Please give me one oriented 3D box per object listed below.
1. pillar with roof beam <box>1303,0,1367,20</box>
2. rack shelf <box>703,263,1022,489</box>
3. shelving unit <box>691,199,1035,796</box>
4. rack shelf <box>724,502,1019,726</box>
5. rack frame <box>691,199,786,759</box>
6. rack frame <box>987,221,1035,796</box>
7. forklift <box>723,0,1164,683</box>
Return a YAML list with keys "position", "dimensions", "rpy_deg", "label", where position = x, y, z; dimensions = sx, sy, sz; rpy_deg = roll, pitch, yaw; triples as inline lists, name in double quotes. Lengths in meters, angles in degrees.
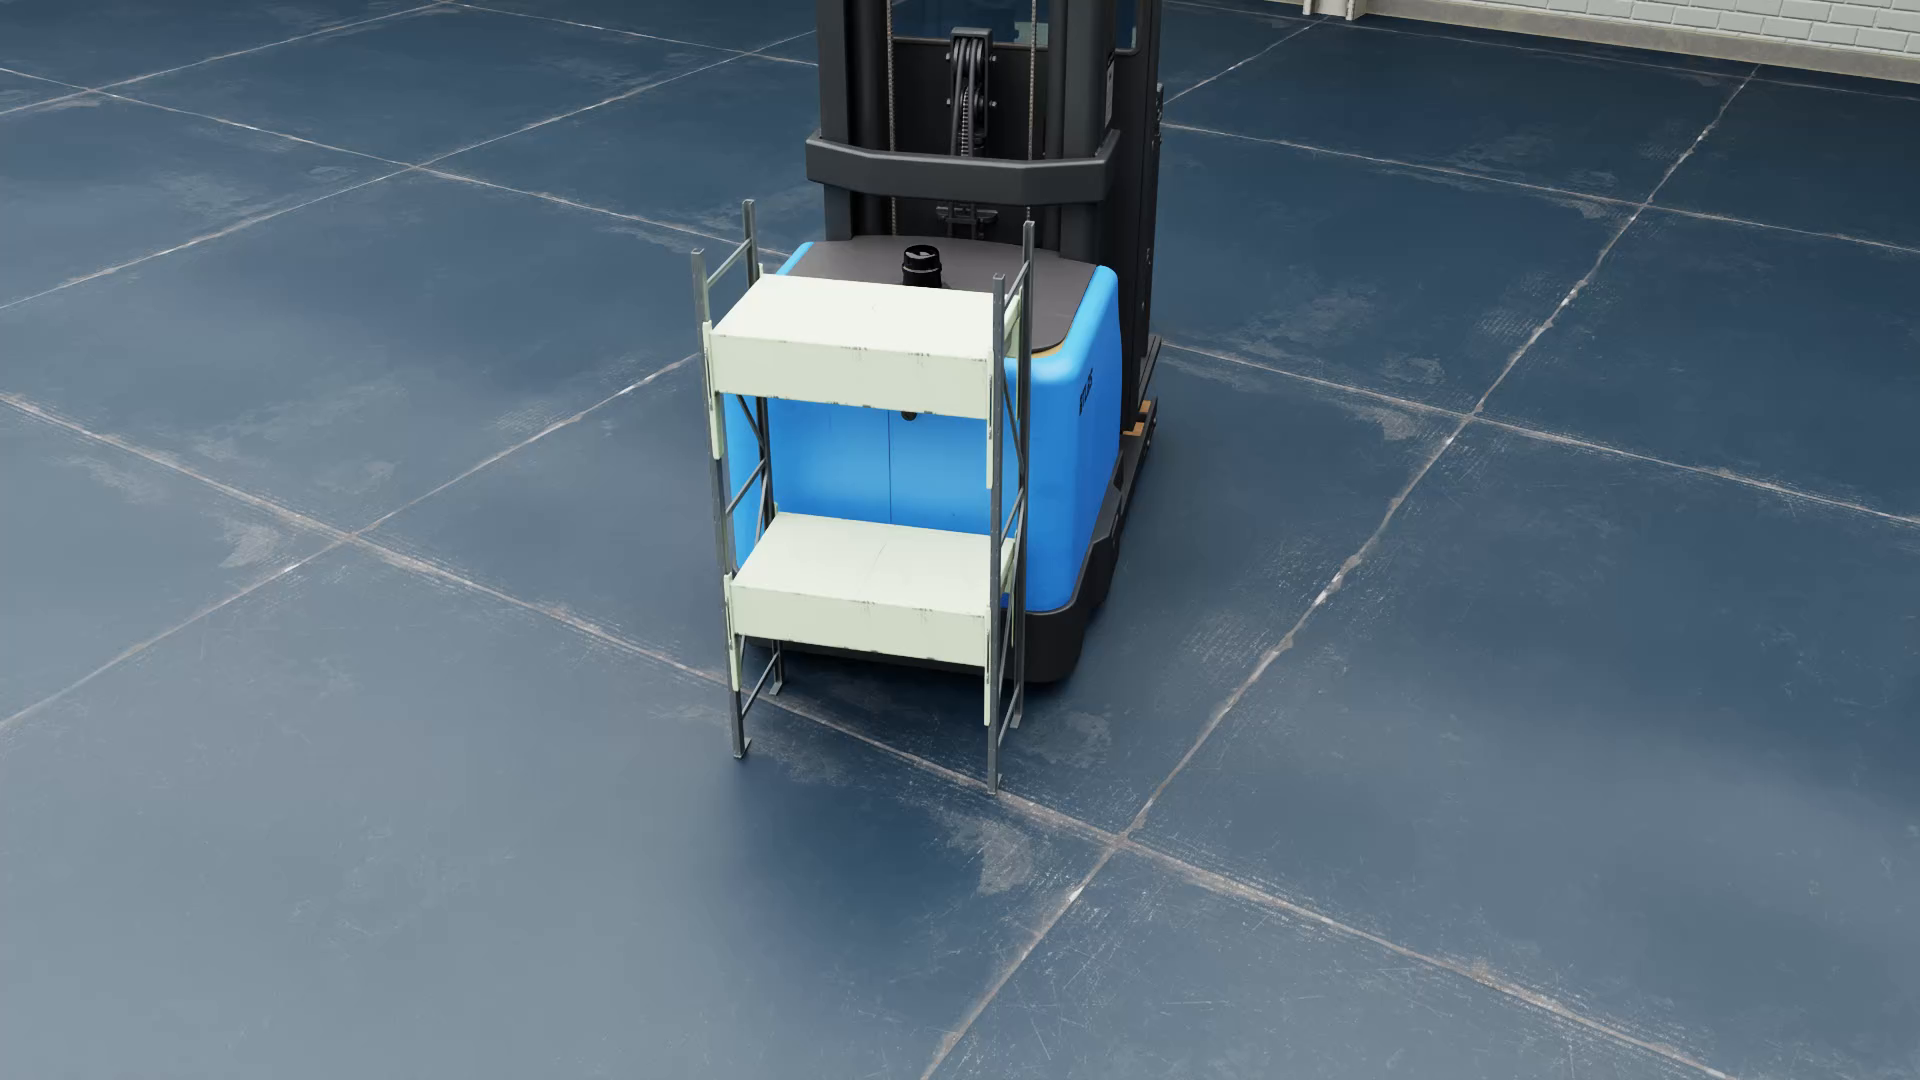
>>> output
- position: [0.548, -6.038, 7.170]
  dimensions: [0.400, 9.000, 9.100]
  rpy_deg: [18, 35, 27]
  label: "pillar with roof beam"
- position: [-0.226, -0.425, 4.215]
  dimensions: [0.720, 0.370, 0.431]
  rpy_deg: [7, 31, 11]
  label: "rack shelf"
- position: [-0.226, -0.088, 4.412]
  dimensions: [0.755, 1.500, 0.431]
  rpy_deg: [7, 31, 11]
  label: "shelving unit"
- position: [-0.226, 0.194, 4.576]
  dimensions: [0.720, 0.370, 0.431]
  rpy_deg: [7, 31, 11]
  label: "rack shelf"
- position: [-0.583, -0.129, 4.483]
  dimensions: [0.023, 1.500, 0.400]
  rpy_deg: [7, 31, 11]
  label: "rack frame"
- position: [0.130, -0.046, 4.341]
  dimensions: [0.023, 1.500, 0.400]
  rpy_deg: [7, 31, 11]
  label: "rack frame"
- position: [0.141, -1.576, 5.542]
  dimensions: [1.130, 2.935, 3.031]
  rpy_deg: [7, 31, 11]
  label: "forklift"
